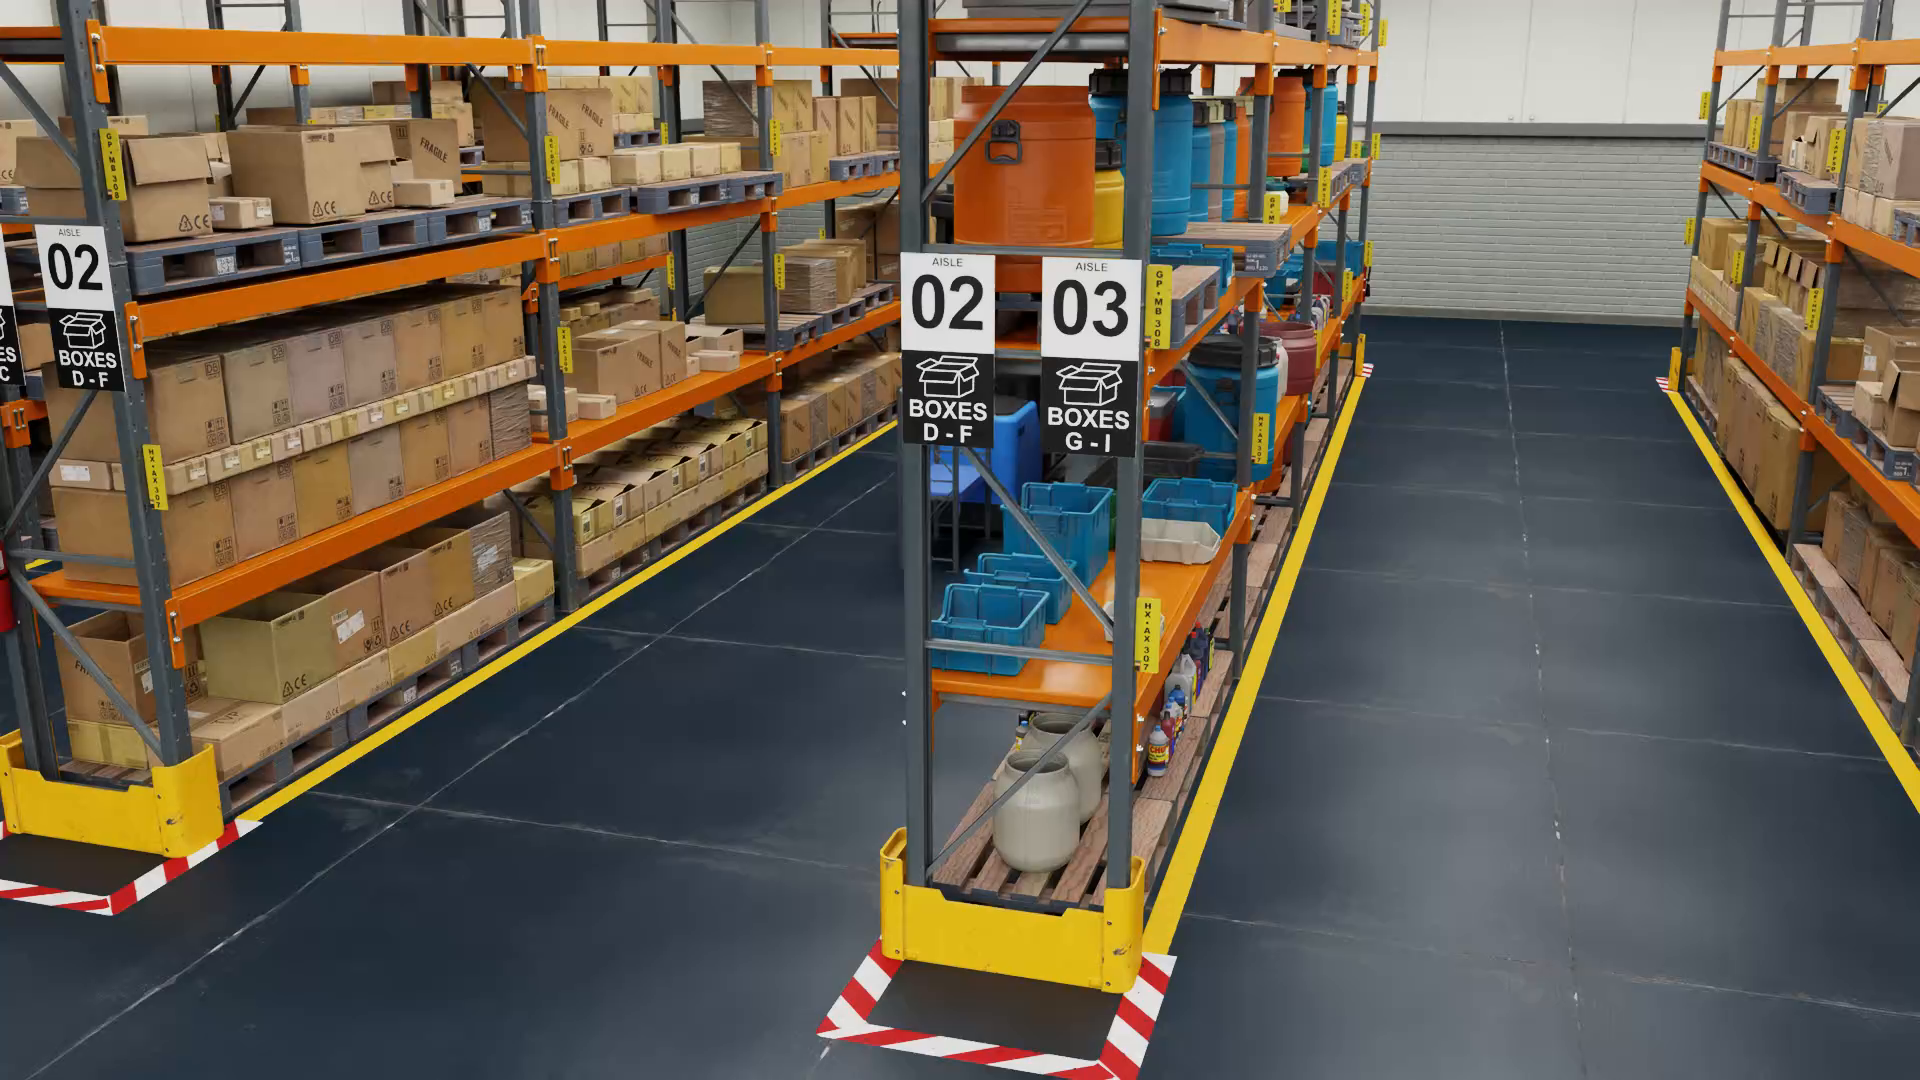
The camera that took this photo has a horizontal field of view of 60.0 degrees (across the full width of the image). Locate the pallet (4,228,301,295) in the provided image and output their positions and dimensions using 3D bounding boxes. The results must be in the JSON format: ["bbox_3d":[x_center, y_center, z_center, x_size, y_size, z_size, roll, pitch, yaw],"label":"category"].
[{"bbox_3d":[-4.267,-1.482,8.723,1.003,0.211,1.213,5,16,16],"label":"pallet"}]

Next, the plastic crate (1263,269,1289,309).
[{"bbox_3d":[3.471,-2.823,18.704,0.392,0.384,0.575,5,16,16],"label":"plastic crate"}]

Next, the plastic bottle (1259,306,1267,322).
[{"bbox_3d":[3.051,-2.248,16.984,0.152,0.276,0.135,5,16,16],"label":"plastic bottle"}]

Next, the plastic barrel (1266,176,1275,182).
[{"bbox_3d":[2.508,-2.906,13.866,0.294,0.245,0.294,0,16,0],"label":"plastic barrel"}]

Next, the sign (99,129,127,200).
[{"bbox_3d":[-3.962,-1.756,7.778,0.100,0.325,0.005,5,16,16],"label":"sign"}]

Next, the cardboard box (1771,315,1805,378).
[{"bbox_3d":[7.472,-1.685,14.590,0.500,0.500,0.500,4,16,14],"label":"cardboard box"}]

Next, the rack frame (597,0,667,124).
[{"bbox_3d":[-4.696,-7.354,23.765,1.000,3.000,0.127,5,16,16],"label":"rack frame"}]

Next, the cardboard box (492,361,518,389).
[{"bbox_3d":[-3.300,-1.153,11.525,0.380,0.149,0.250,4,16,15],"label":"cardboard box"}]

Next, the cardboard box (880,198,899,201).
[{"bbox_3d":[-0.756,-4.117,21.333,0.500,0.500,0.500,4,16,15],"label":"cardboard box"}]

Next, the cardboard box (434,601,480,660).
[{"bbox_3d":[-3.558,0.576,11.071,0.500,0.250,0.500,5,16,16],"label":"cardboard box"}]

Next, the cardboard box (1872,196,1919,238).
[{"bbox_3d":[6.617,-2.221,11.439,0.500,0.250,0.500,5,17,17],"label":"cardboard box"}]

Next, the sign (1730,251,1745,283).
[{"bbox_3d":[7.882,-2.766,16.853,0.100,0.325,0.005,5,16,16],"label":"sign"}]

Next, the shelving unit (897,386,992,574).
[{"bbox_3d":[-0.117,-0.606,13.718,0.538,1.500,1.048,4,16,15],"label":"shelving unit"}]

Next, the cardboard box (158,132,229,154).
[{"bbox_3d":[-7.395,-3.705,16.178,0.500,0.500,0.500,5,16,16],"label":"cardboard box"}]

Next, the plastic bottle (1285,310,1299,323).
[{"bbox_3d":[3.221,-2.052,16.157,0.144,0.351,0.185,5,16,16],"label":"plastic bottle"}]

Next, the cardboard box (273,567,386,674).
[{"bbox_3d":[-3.857,0.476,10.051,0.500,0.500,0.500,5,16,16],"label":"cardboard box"}]

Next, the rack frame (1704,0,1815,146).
[{"bbox_3d":[9.551,-6.202,19.703,1.000,3.000,0.127,5,16,16],"label":"rack frame"}]

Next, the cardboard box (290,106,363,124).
[{"bbox_3d":[-6.787,-4.352,17.688,0.700,0.500,0.500,4,16,13],"label":"cardboard box"}]

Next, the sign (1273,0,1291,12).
[{"bbox_3d":[1.916,-3.300,9.856,0.100,0.325,0.005,5,16,16],"label":"sign"}]

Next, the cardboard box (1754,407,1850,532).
[{"bbox_3d":[7.494,-0.581,14.006,1.225,0.875,0.875,4,16,13],"label":"cardboard box"}]

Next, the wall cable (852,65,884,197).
[{"bbox_3d":[-2.746,-7.312,29.308,3.097,2.526,0.112,5,16,16],"label":"wall cable"}]

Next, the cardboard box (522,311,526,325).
[{"bbox_3d":[-5.754,-2.898,21.672,0.380,0.149,0.250,5,16,16],"label":"cardboard box"}]

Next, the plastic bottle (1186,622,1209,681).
[{"bbox_3d":[1.485,0.694,10.435,0.144,0.351,0.185,4,16,14],"label":"plastic bottle"}]

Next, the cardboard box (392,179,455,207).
[{"bbox_3d":[-3.437,-2.200,10.526,0.380,0.149,0.250,5,16,16],"label":"cardboard box"}]

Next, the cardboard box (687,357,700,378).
[{"bbox_3d":[-2.528,-1.533,14.697,0.380,0.149,0.250,6,17,20],"label":"cardboard box"}]

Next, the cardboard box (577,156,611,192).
[{"bbox_3d":[-3.018,-2.822,12.791,0.500,0.250,0.500,3,16,10],"label":"cardboard box"}]

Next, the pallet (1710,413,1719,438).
[{"bbox_3d":[8.705,-1.120,17.892,1.003,0.211,1.213,5,16,16],"label":"pallet"}]

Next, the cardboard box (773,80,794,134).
[{"bbox_3d":[-1.944,-4.211,16.166,0.500,0.500,0.500,5,16,16],"label":"cardboard box"}]

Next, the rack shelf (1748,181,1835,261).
[{"bbox_3d":[7.846,-2.843,14.676,1.077,0.370,4.000,5,16,16],"label":"rack shelf"}]

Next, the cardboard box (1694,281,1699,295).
[{"bbox_3d":[8.990,-2.993,19.845,0.380,0.149,0.250,4,16,15],"label":"cardboard box"}]

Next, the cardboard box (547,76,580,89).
[{"bbox_3d":[-5.221,-5.703,21.389,0.500,0.500,0.500,4,16,15],"label":"cardboard box"}]

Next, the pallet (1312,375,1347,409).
[{"bbox_3d":[4.182,-1.827,20.384,1.003,0.211,1.213,5,16,16],"label":"pallet"}]

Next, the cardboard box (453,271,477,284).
[{"bbox_3d":[-6.009,-3.217,19.408,0.500,0.500,0.500,5,16,16],"label":"cardboard box"}]

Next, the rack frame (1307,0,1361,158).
[{"bbox_3d":[3.666,-5.539,17.367,1.000,3.000,0.127,5,16,16],"label":"rack frame"}]

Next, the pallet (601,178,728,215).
[{"bbox_3d":[-2.641,-2.867,13.788,1.003,0.211,1.213,5,17,18],"label":"pallet"}]

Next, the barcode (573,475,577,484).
[{"bbox_3d":[-2.884,-0.451,12.436,0.001,0.075,0.075,5,16,16],"label":"barcode"}]

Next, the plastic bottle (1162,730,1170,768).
[{"bbox_3d":[1.099,1.144,9.122,0.097,0.201,0.097,0,16,0],"label":"plastic bottle"}]

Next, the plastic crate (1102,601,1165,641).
[{"bbox_3d":[0.818,0.404,7.891,0.298,0.136,0.250,5,16,16],"label":"plastic crate"}]

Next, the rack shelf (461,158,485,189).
[{"bbox_3d":[-5.265,-5.041,22.428,1.077,0.370,4.000,5,16,16],"label":"rack shelf"}]

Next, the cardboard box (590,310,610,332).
[{"bbox_3d":[-5.228,-2.874,22.775,0.700,0.500,0.500,5,17,17],"label":"cardboard box"}]

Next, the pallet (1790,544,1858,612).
[{"bbox_3d":[7.054,0.323,12.802,1.003,0.211,1.213,5,16,16],"label":"pallet"}]

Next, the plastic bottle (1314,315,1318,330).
[{"bbox_3d":[3.490,-2.081,16.384,0.061,0.283,0.133,5,16,16],"label":"plastic bottle"}]

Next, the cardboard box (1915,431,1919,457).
[{"bbox_3d":[6.501,-0.864,10.008,1.000,1.000,1.000,5,17,16],"label":"cardboard box"}]

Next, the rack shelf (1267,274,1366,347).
[{"bbox_3d":[4.234,-2.830,20.129,1.077,0.370,4.000,5,16,16],"label":"rack shelf"}]

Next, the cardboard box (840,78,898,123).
[{"bbox_3d":[-0.981,-5.140,19.443,0.700,0.500,0.500,5,16,16],"label":"cardboard box"}]

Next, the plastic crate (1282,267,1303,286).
[{"bbox_3d":[3.957,-3.186,20.261,0.416,0.233,0.300,5,16,16],"label":"plastic crate"}]

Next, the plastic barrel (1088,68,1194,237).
[{"bbox_3d":[1.007,-2.194,9.383,0.600,0.901,0.708,5,16,16],"label":"plastic barrel"}]

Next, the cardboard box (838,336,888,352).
[{"bbox_3d":[-1.193,-2.218,20.428,0.500,0.500,0.500,5,16,16],"label":"cardboard box"}]

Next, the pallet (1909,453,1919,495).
[{"bbox_3d":[6.497,-0.272,10.144,1.003,0.211,1.213,5,16,16],"label":"pallet"}]

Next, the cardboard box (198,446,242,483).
[{"bbox_3d":[-4.102,-0.414,8.920,0.380,0.149,0.250,4,16,14],"label":"cardboard box"}]

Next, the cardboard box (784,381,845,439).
[{"bbox_3d":[-1.525,-1.366,17.422,0.500,0.500,0.500,4,16,15],"label":"cardboard box"}]

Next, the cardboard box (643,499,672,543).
[{"bbox_3d":[-2.713,-0.180,13.736,0.500,0.250,0.500,4,16,14],"label":"cardboard box"}]

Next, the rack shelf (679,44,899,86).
[{"bbox_3d":[-1.651,-4.863,17.033,1.077,0.370,4.000,5,16,16],"label":"rack shelf"}]

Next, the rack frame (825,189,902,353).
[{"bbox_3d":[-1.083,-3.038,19.544,1.000,3.000,0.127,5,16,16],"label":"rack frame"}]

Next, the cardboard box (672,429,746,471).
[{"bbox_3d":[-2.273,-0.848,15.064,0.500,0.311,0.500,4,16,15],"label":"cardboard box"}]

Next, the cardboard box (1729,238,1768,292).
[{"bbox_3d":[8.289,-2.842,17.206,0.500,0.500,0.500,5,17,17],"label":"cardboard box"}]

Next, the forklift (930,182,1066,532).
[{"bbox_3d":[0.380,-1.835,15.427,1.130,2.935,3.031,4,16,15],"label":"forklift"}]

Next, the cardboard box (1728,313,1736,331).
[{"bbox_3d":[8.187,-2.253,17.237,0.380,0.149,0.250,5,17,16],"label":"cardboard box"}]
